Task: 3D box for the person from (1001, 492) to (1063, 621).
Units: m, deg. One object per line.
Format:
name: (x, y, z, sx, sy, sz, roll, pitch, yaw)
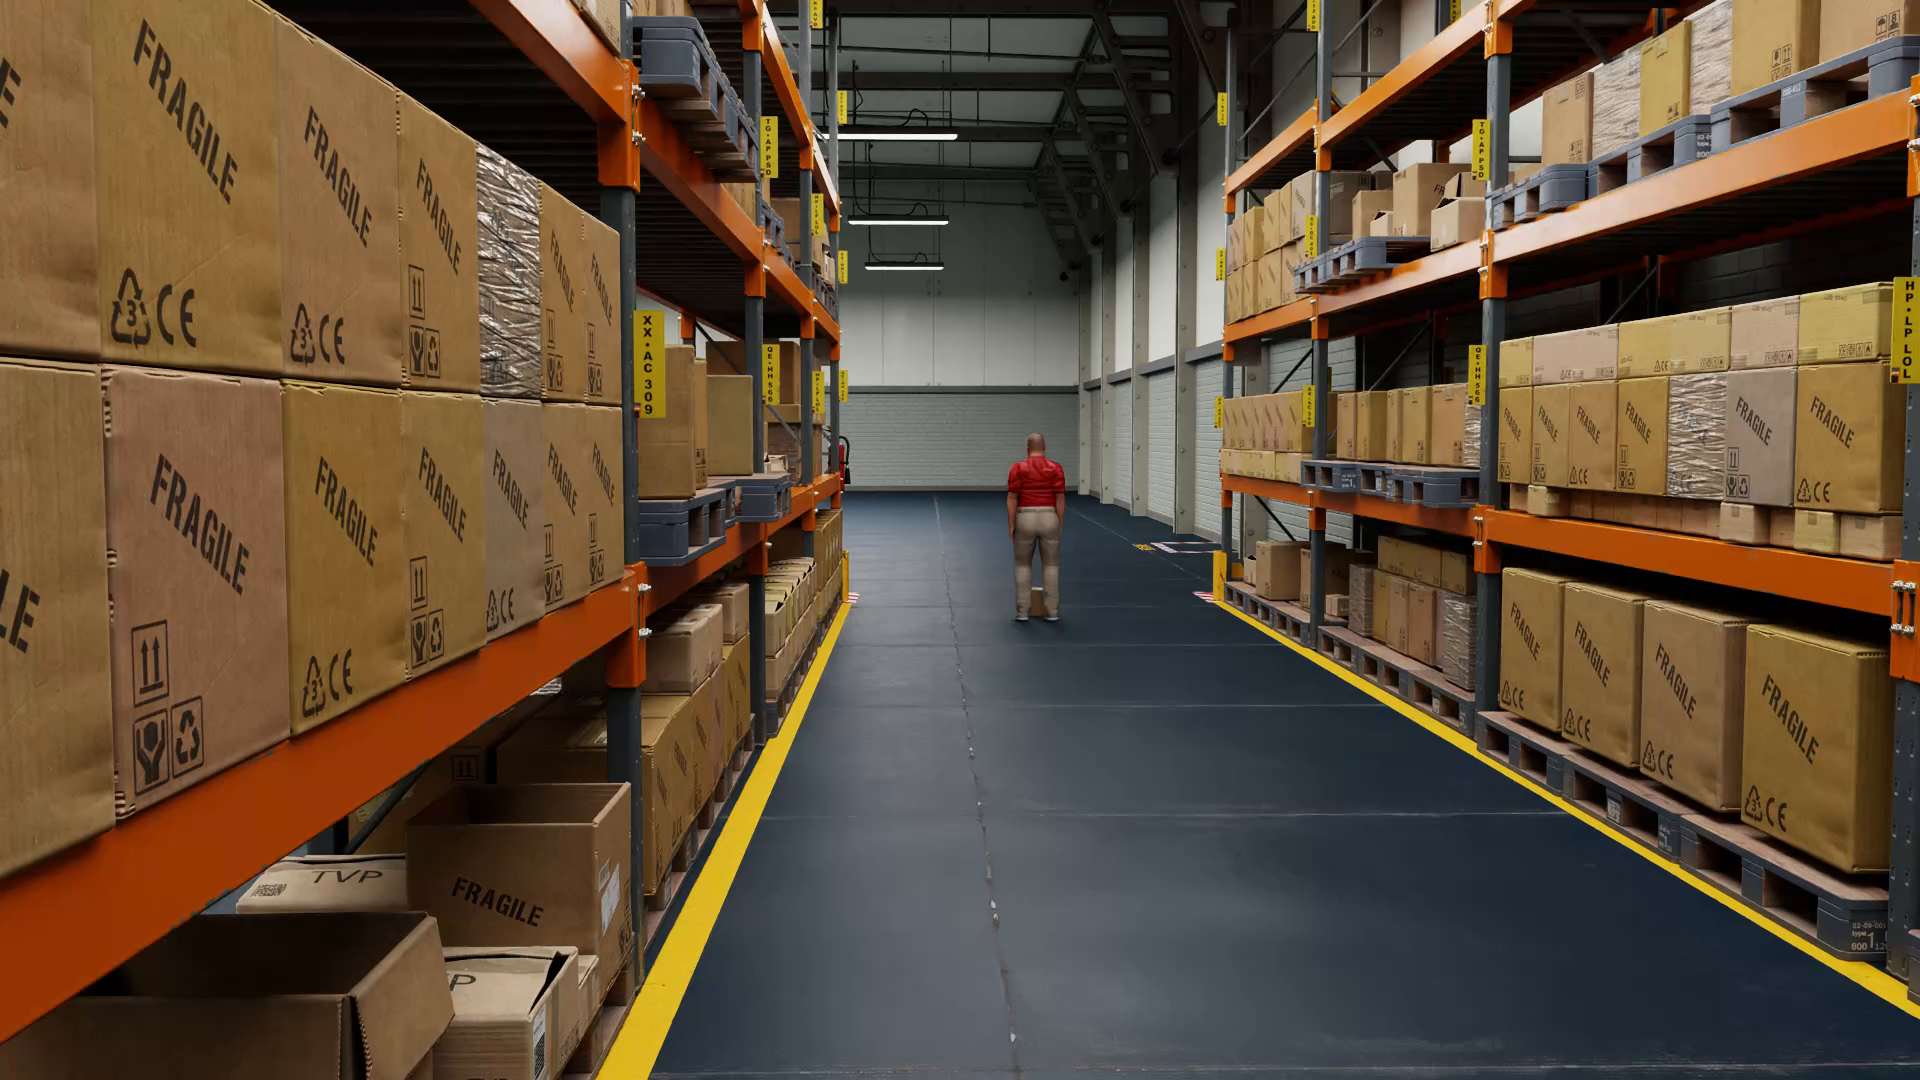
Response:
person: (0.671, 0.160, 15.327, 0.576, 1.159, 0.814, 0, 4, -1)
